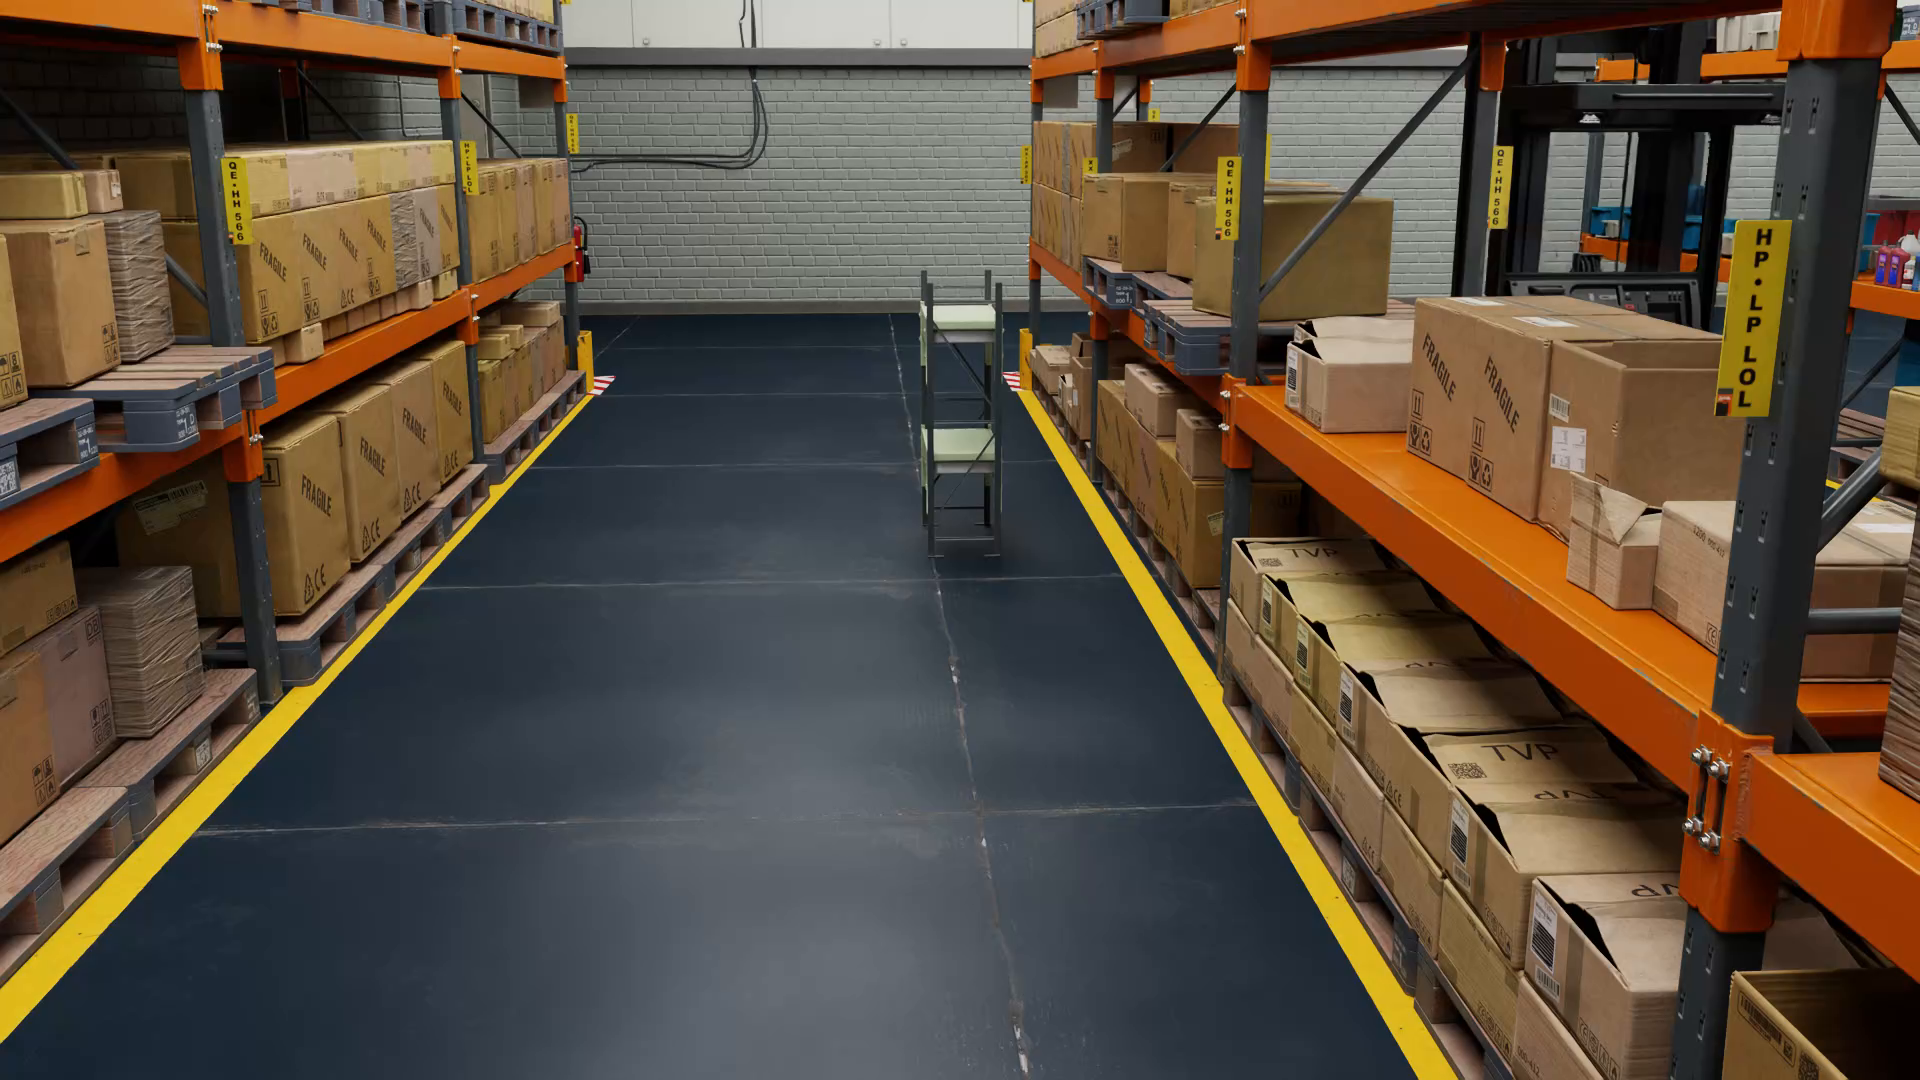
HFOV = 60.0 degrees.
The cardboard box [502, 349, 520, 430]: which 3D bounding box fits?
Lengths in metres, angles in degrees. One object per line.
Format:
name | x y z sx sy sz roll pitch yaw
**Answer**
cardboard box | -3.550 -1.072 11.846 0.700 0.500 0.500 -1 14 -4

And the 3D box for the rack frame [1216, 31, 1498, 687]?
rack frame | 1.614 -0.849 6.807 1.000 3.000 0.127 -1 14 -3

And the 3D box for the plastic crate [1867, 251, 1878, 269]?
plastic crate | 6.424 -1.939 11.451 0.396 0.136 0.243 -1 14 -3

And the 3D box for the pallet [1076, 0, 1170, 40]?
pallet | 1.336 -3.042 9.688 1.213 0.211 1.003 -1 14 -3

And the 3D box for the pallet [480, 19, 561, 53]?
pallet | -3.769 -3.987 13.160 1.003 0.211 1.213 -1 14 -3

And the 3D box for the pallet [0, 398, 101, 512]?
pallet | -3.167 -0.187 4.619 1.003 0.211 1.213 -1 14 -3

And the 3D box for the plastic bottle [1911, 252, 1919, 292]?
plastic bottle | 5.947 -1.674 10.270 0.097 0.271 0.097 0 14 0

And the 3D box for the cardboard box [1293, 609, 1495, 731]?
cardboard box | 1.424 0.400 5.503 0.500 0.311 0.500 -1 14 -5

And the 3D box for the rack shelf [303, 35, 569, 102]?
rack shelf | -3.702 -3.368 12.022 1.077 0.370 4.000 -1 14 -3

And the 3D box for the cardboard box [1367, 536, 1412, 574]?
cardboard box | 1.892 0.134 6.536 0.500 0.311 0.500 -1 14 -2

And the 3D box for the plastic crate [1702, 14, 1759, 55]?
plastic crate | 5.883 -3.953 12.974 0.504 0.338 0.767 -1 14 -3

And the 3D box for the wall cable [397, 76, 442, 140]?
wall cable | -4.849 -3.557 15.293 0.084 1.984 1.851 -1 14 -3

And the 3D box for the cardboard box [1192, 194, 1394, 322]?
cardboard box | 1.462 -1.256 7.344 0.700 0.500 0.500 -6 16 -22

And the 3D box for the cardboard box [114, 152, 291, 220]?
cardboard box | -3.103 -1.461 6.843 0.500 0.250 0.500 -1 14 -2

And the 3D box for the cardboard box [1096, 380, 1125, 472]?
cardboard box | 1.153 -0.722 10.448 0.500 0.500 0.500 -2 15 -6

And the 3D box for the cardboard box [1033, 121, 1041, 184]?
cardboard box | 0.883 -3.257 13.958 0.500 0.500 0.500 0 14 -2

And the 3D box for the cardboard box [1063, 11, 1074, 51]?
cardboard box | 1.011 -3.590 11.739 0.500 0.250 0.500 -1 14 -3

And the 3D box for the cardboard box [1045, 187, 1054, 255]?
cardboard box | 0.948 -2.520 13.099 0.500 0.500 0.500 -1 14 -4

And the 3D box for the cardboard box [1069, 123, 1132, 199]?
cardboard box | 1.042 -2.626 11.505 0.500 0.500 0.500 -1 14 -5

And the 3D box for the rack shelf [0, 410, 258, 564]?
rack shelf | -3.206 0.074 4.663 1.077 0.370 4.000 -1 14 -3

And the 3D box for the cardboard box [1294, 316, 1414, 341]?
cardboard box | 1.593 -0.715 6.464 0.500 0.311 0.500 0 14 0

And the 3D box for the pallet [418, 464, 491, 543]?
pallet | -3.455 -0.225 9.979 1.003 0.211 1.213 -1 14 -3

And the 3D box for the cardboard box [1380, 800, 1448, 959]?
cardboard box | 1.485 0.922 4.598 0.500 0.250 0.500 -1 14 -2

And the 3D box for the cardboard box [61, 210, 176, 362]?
cardboard box | -3.291 -0.917 5.985 0.700 0.500 0.500 -3 15 -10

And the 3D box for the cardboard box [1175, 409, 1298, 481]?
cardboard box | 1.314 -0.458 7.914 0.500 0.250 0.500 0 14 -1

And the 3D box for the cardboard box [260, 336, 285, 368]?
cardboard box | -3.126 -0.808 7.111 0.380 0.149 0.250 -1 14 -3

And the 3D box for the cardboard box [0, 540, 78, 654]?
cardboard box | -3.261 0.184 5.422 0.500 0.250 0.500 -1 14 -2

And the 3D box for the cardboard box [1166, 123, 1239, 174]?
cardboard box | 1.618 -2.498 11.009 0.500 0.500 0.500 -1 14 -2

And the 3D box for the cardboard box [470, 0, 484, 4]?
cardboard box | -3.358 -3.574 10.636 0.500 0.250 0.500 -1 14 -4

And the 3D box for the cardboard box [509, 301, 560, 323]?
cardboard box | -3.493 -1.867 13.633 0.380 0.149 0.250 -1 14 -4

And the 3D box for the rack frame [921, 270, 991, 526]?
rack frame | -0.022 -0.816 9.687 0.400 1.500 0.023 -1 14 -3

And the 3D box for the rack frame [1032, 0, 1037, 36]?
rack frame | 1.118 -5.744 13.792 1.000 3.000 0.127 -1 14 -3

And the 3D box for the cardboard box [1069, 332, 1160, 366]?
cardboard box | 1.245 -1.315 12.745 0.797 0.503 0.637 -1 14 -3

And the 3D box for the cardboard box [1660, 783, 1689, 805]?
cardboard box | 2.059 0.771 4.060 0.500 0.311 0.500 -1 14 -4

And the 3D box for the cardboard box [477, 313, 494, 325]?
cardboard box | -3.826 -1.672 12.878 0.380 0.149 0.250 -1 14 -3

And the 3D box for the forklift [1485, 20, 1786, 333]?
forklift | 3.130 -1.079 7.838 1.130 2.935 3.031 -1 14 -3

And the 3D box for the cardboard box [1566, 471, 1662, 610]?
cardboard box | 1.624 -0.005 3.796 0.396 0.266 0.258 -1 14 -5

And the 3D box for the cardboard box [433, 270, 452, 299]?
cardboard box | -3.235 -1.512 9.849 0.380 0.149 0.250 -1 14 -2

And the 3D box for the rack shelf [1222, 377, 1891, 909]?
rack shelf | 1.738 -0.003 4.963 1.077 0.370 4.000 -1 14 -3

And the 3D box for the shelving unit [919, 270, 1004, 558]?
shelving unit | 0.000 -0.725 9.333 0.431 1.500 0.755 -1 14 -3

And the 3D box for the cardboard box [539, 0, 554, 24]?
cardboard box | -3.515 -4.215 13.127 0.500 0.250 0.500 0 14 -2

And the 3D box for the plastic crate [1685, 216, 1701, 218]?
plastic crate | 5.831 -2.468 13.316 0.416 0.233 0.300 -1 14 -3

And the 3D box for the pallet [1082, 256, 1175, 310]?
pallet | 1.307 -1.551 9.918 1.003 0.211 1.213 -1 14 -3

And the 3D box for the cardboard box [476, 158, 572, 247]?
cardboard box | -3.784 -2.780 13.709 0.980 0.700 0.700 0 14 -1

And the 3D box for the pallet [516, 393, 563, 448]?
pallet | -3.626 -0.911 12.642 1.003 0.211 1.213 -1 14 -3

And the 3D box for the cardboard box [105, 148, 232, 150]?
cardboard box | -3.674 -1.702 7.780 0.500 0.250 0.500 -1 14 -5

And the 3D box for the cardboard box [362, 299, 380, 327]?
cardboard box | -3.234 -1.192 8.604 0.380 0.149 0.250 0 14 -2

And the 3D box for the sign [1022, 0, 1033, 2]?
sign | 0.577 -4.706 14.024 0.100 0.325 0.005 -1 14 -3

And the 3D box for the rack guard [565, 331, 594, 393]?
rack guard | -3.827 -1.557 14.574 1.175 0.500 0.348 -1 14 -3

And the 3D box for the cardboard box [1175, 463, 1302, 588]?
cardboard box | 1.322 -0.081 7.954 0.500 0.500 0.500 0 14 -1

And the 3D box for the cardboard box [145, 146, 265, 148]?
cardboard box | -3.706 -1.829 8.273 0.500 0.250 0.500 -1 14 -5

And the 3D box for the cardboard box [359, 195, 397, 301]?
cardboard box | -3.198 -1.482 8.428 0.500 0.500 0.500 0 14 -2

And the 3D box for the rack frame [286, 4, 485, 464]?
rack frame | -3.578 -1.767 10.373 1.000 3.000 0.127 -1 14 -3

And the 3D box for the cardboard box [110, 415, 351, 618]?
cardboard box | -3.245 -0.119 7.440 0.750 0.750 0.750 -1 14 -4

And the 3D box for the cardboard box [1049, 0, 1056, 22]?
cardboard box | 0.952 -4.080 12.644 0.500 0.250 0.500 -1 14 -3

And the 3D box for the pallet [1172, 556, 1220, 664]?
pallet | 1.605 0.315 7.878 1.003 0.211 1.213 -1 14 -3

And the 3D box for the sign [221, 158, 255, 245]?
sign | -2.789 -1.305 6.413 0.100 0.325 0.005 -1 14 -3
